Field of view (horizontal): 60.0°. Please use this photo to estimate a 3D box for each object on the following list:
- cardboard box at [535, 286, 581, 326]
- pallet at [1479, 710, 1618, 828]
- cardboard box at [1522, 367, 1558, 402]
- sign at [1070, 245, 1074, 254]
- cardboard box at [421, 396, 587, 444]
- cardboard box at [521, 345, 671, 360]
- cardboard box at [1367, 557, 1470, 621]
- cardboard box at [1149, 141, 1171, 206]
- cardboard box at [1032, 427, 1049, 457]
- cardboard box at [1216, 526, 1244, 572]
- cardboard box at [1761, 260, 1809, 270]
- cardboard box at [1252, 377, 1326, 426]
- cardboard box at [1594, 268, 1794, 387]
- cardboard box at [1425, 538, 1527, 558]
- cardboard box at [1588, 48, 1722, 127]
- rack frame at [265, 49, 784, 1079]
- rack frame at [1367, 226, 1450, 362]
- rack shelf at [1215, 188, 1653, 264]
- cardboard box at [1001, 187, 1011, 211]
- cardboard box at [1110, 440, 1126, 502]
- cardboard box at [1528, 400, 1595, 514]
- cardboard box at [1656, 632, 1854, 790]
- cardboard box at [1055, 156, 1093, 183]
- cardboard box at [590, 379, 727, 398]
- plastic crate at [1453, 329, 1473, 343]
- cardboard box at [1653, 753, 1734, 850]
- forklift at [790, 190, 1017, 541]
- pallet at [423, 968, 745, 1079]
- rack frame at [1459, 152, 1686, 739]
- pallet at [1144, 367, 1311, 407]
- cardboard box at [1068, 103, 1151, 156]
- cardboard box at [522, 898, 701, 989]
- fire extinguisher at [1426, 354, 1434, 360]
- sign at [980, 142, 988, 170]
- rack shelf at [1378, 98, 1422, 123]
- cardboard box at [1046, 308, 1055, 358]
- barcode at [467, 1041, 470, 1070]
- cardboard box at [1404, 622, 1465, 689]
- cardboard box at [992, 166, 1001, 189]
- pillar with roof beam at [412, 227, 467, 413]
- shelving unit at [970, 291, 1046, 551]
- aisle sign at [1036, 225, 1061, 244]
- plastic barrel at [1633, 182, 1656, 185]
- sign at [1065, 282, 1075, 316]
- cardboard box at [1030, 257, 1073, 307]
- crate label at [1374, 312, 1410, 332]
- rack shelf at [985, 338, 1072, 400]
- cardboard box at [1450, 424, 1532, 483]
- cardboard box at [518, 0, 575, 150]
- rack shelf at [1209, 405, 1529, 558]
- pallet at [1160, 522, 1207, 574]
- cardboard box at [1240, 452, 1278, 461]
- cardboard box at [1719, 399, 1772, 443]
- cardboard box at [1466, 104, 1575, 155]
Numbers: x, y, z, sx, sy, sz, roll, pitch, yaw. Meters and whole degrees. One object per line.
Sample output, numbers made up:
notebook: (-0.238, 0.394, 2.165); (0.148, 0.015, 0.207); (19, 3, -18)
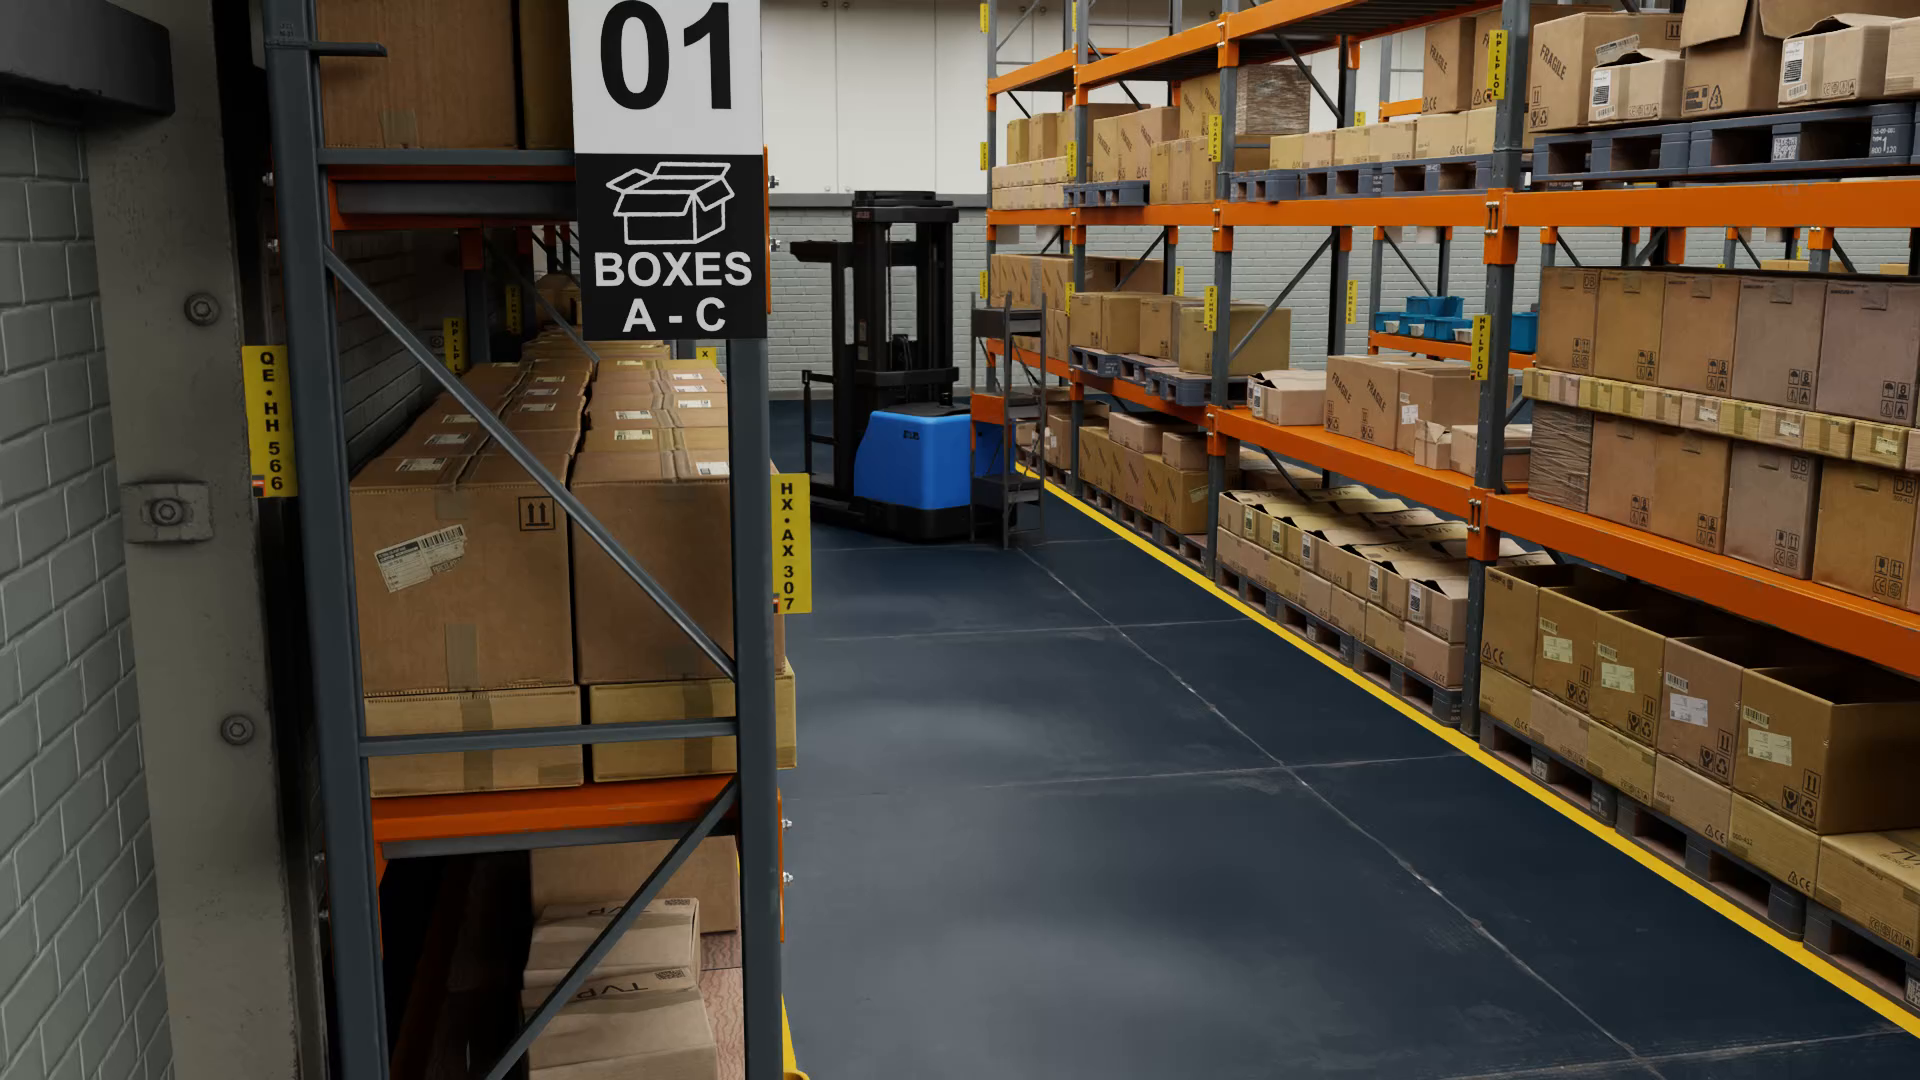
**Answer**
cardboard box: (-2.823, -1.660, 11.774); (0.500, 0.250, 0.500); (-2, 11, -9)
pallet: (3.269, 1.057, 8.078); (1.003, 0.211, 1.213); (-2, 11, -11)
cardboard box: (3.018, -0.772, 8.226); (0.380, 0.149, 0.250); (-2, 11, -11)
sign: (1.370, -3.402, 20.104); (0.100, 0.325, 0.005); (-2, 11, -11)
cardboard box: (-1.516, -0.209, 5.612); (0.500, 0.500, 0.500); (-2, 11, -10)
cardboard box: (-1.870, -0.742, 8.628); (0.700, 0.500, 0.500); (-1, 11, -5)
cardboard box: (2.688, 0.250, 9.593); (0.500, 0.311, 0.500); (-2, 11, -9)
cardboard box: (2.060, -2.984, 13.563); (0.910, 0.500, 0.500); (-2, 11, -11)
cardboard box: (1.065, -1.054, 17.728); (0.500, 0.311, 0.500); (-2, 11, -11)
cardboard box: (2.192, 0.057, 12.103); (0.500, 0.250, 0.500); (-2, 11, -11)
cardboard box: (10.466, -3.272, 20.964); (0.500, 0.500, 0.500); (-2, 11, -12)
cardboard box: (2.362, -0.979, 11.556); (0.500, 0.311, 0.500); (-2, 11, -12)
cardboard box: (3.348, -0.973, 7.548); (0.700, 0.500, 0.500); (-2, 11, -11)
cardboard box: (3.126, 0.137, 10.185); (0.500, 0.311, 0.500); (-2, 11, -13)
cardboard box: (3.100, -1.964, 7.211); (0.500, 0.311, 0.500); (-3, 11, -14)
rack frame: (-0.925, 0.454, 3.787); (1.000, 3.000, 0.127); (-2, 11, -11)
rack frame: (5.681, -2.840, 21.098); (1.000, 3.000, 0.127); (-2, 11, -11)
rack shelf: (2.767, -1.947, 10.306); (1.077, 0.370, 4.000); (-2, 11, -11)
cardboard box: (0.757, -3.865, 18.861); (0.500, 0.250, 0.500); (-2, 11, -11)
cardboard box: (1.659, -0.629, 14.986); (0.500, 0.500, 0.500); (-2, 11, -10)
cardboard box: (3.248, -0.428, 8.156); (0.700, 0.500, 0.500); (-2, 11, -12)
cardboard box: (3.233, 0.687, 6.788); (0.500, 0.500, 0.500); (-2, 11, -11)
cardboard box: (1.239, -3.652, 16.404); (0.500, 0.250, 0.500); (-2, 11, -11)
cardboard box: (-1.117, -0.324, 6.220); (0.500, 0.500, 0.500); (-2, 11, -13)
plastic crate: (5.826, -2.315, 18.883); (0.293, 0.136, 0.466); (-2, 11, -11)
cardboard box: (3.236, 1.056, 6.859); (0.500, 0.250, 0.500); (-2, 11, -11)
forklift: (-0.829, -1.656, 15.060); (1.130, 2.935, 3.031); (-9, 14, -39)
pallet: (-1.063, 1.660, 4.911); (1.003, 0.211, 1.213); (-2, 11, -11)
rack frame: (3.156, -0.460, 8.592); (1.000, 3.000, 0.127); (-2, 11, -11)
pallet: (2.177, -1.221, 13.104); (1.213, 0.211, 1.003); (-2, 11, -11)
cardboard box: (1.468, -4.029, 16.379); (0.700, 0.500, 0.500); (-2, 11, -11)
cardboard box: (-1.082, 1.324, 5.231); (0.500, 0.311, 0.500); (-1, 11, -6)
fire extinguisher: (6.098, -2.663, 21.372); (0.296, 0.674, 0.183); (-2, 11, -11)
sign: (0.290, -4.544, 19.689); (0.100, 0.325, 0.005); (-2, 11, -11)
rack shelf: (6.070, -4.871, 18.714); (1.077, 0.370, 4.000); (-2, 11, -11)
cardboard box: (1.149, -2.153, 17.220); (0.500, 0.500, 0.500); (-2, 11, -9)
barcode: (-1.367, 1.436, 4.622); (0.001, 0.075, 0.075); (-2, 11, -11)
cardboard box: (2.791, 0.619, 9.154); (0.500, 0.250, 0.500); (-2, 11, -12)
cardboard box: (0.666, -4.203, 19.297); (0.500, 0.250, 0.500); (-2, 11, -11)
pillar with roof beam: (1.147, -3.847, 10.340); (9.100, 9.000, 0.400); (-2, 11, -11)
shelving unit: (0.396, -1.001, 13.838); (0.431, 2.100, 0.503); (-7, 13, -33)
aisle sign: (1.109, -3.962, 20.036); (0.394, 0.787, 0.004); (-2, 11, -11)
plastic barrel: (6.836, -3.719, 16.065); (0.600, 0.588, 0.600); (0, 11, 0)
sign: (1.069, -2.332, 16.109); (0.100, 0.325, 0.005); (-2, 11, -11)
cardboard box: (1.047, -2.737, 17.614); (0.500, 0.500, 0.500); (-2, 11, -11)
crate label: (5.406, -2.730, 20.807); (0.416, 0.233, 0.303); (-2, 11, -11)
rack shelf: (1.211, -1.941, 18.295); (1.077, 0.370, 4.000); (-2, 11, -11)
cardboard box: (3.017, -0.475, 9.072); (0.500, 0.250, 0.500); (-1, 11, -7)
cardboard box: (-0.744, -1.149, 3.866); (0.500, 0.500, 0.500); (-2, 11, -10)
rack shelf: (2.767, -0.474, 10.586); (1.077, 0.370, 4.000); (-2, 11, -11)
pallet: (2.270, 0.038, 13.434); (1.003, 0.211, 1.213); (-2, 11, -11)
cardboard box: (2.370, -0.464, 14.120); (0.500, 0.500, 0.500); (-2, 11, -12)
cardboard box: (3.323, -0.488, 6.734); (0.380, 0.149, 0.250); (-2, 11, -11)
cardboard box: (3.045, -2.180, 8.882); (0.500, 0.250, 0.500); (-1, 11, -5)
